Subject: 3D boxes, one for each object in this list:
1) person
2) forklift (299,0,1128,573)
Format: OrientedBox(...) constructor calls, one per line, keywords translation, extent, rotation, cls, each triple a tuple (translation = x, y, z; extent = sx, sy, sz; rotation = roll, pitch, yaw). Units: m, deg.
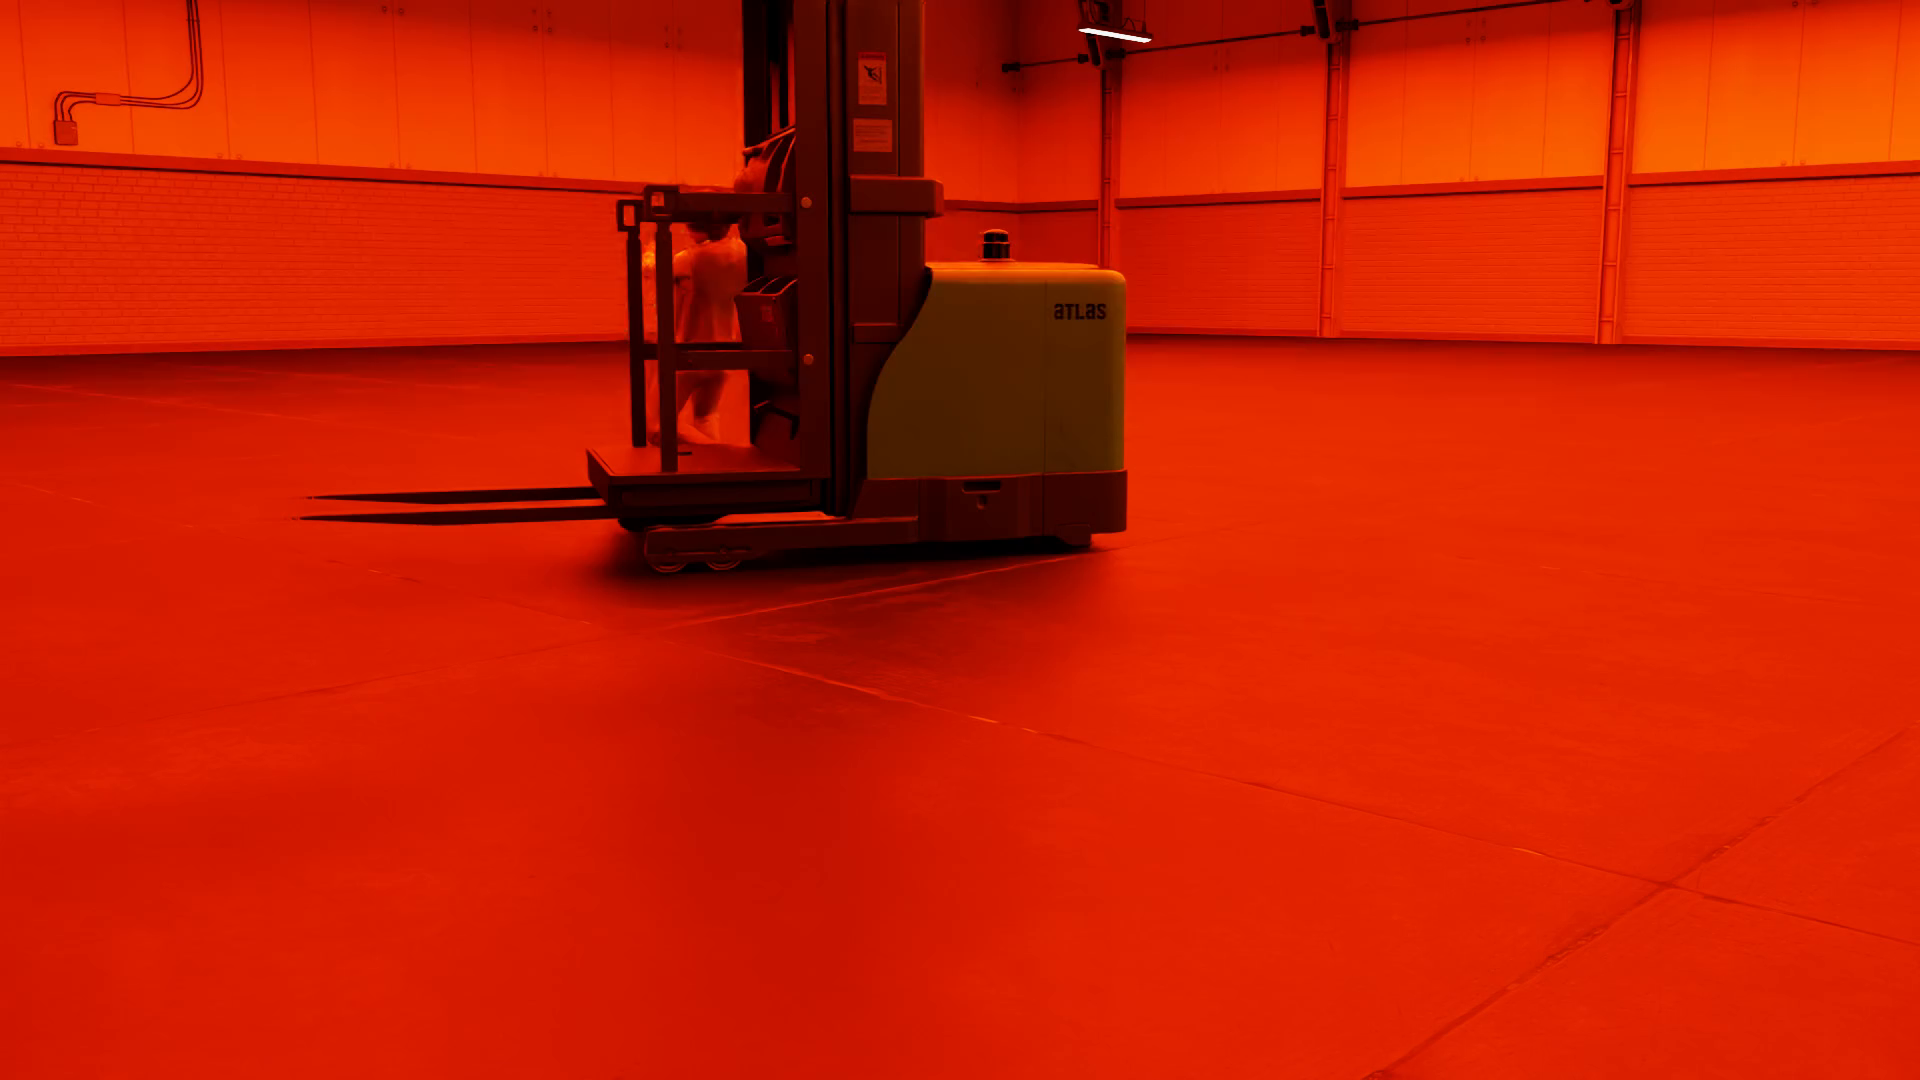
OrientedBox(translation=(-1.102, -0.800, 7.315), extent=(0.762, 1.406, 0.793), rotation=(4, 10, 26), cls="person")
OrientedBox(translation=(-0.923, -1.418, 6.292), extent=(3.031, 2.935, 1.130), rotation=(-3, 9, -17), cls="forklift")
